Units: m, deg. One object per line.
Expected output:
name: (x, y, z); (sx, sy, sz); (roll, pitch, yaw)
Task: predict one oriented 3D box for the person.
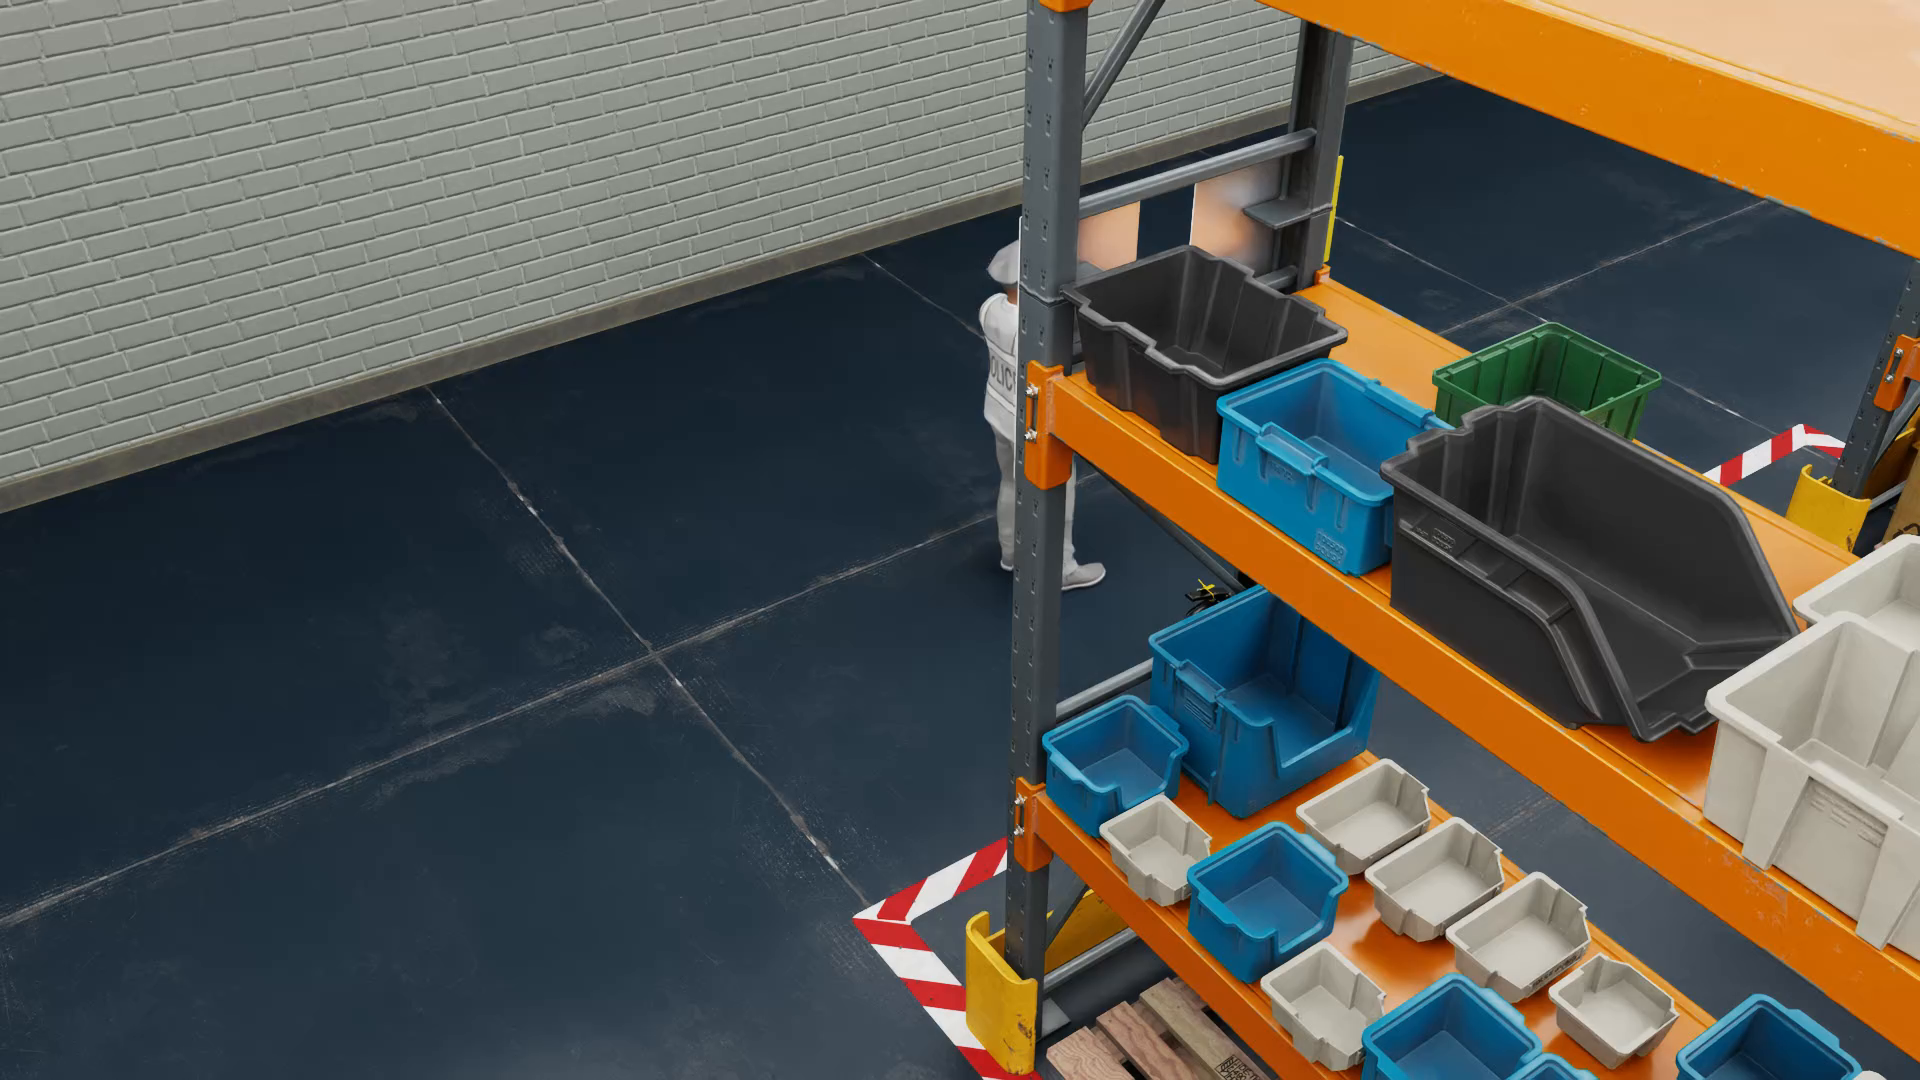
person: (0.383, -0.581, 7.761); (0.519, 1.782, 0.551); (-20, 41, -25)
